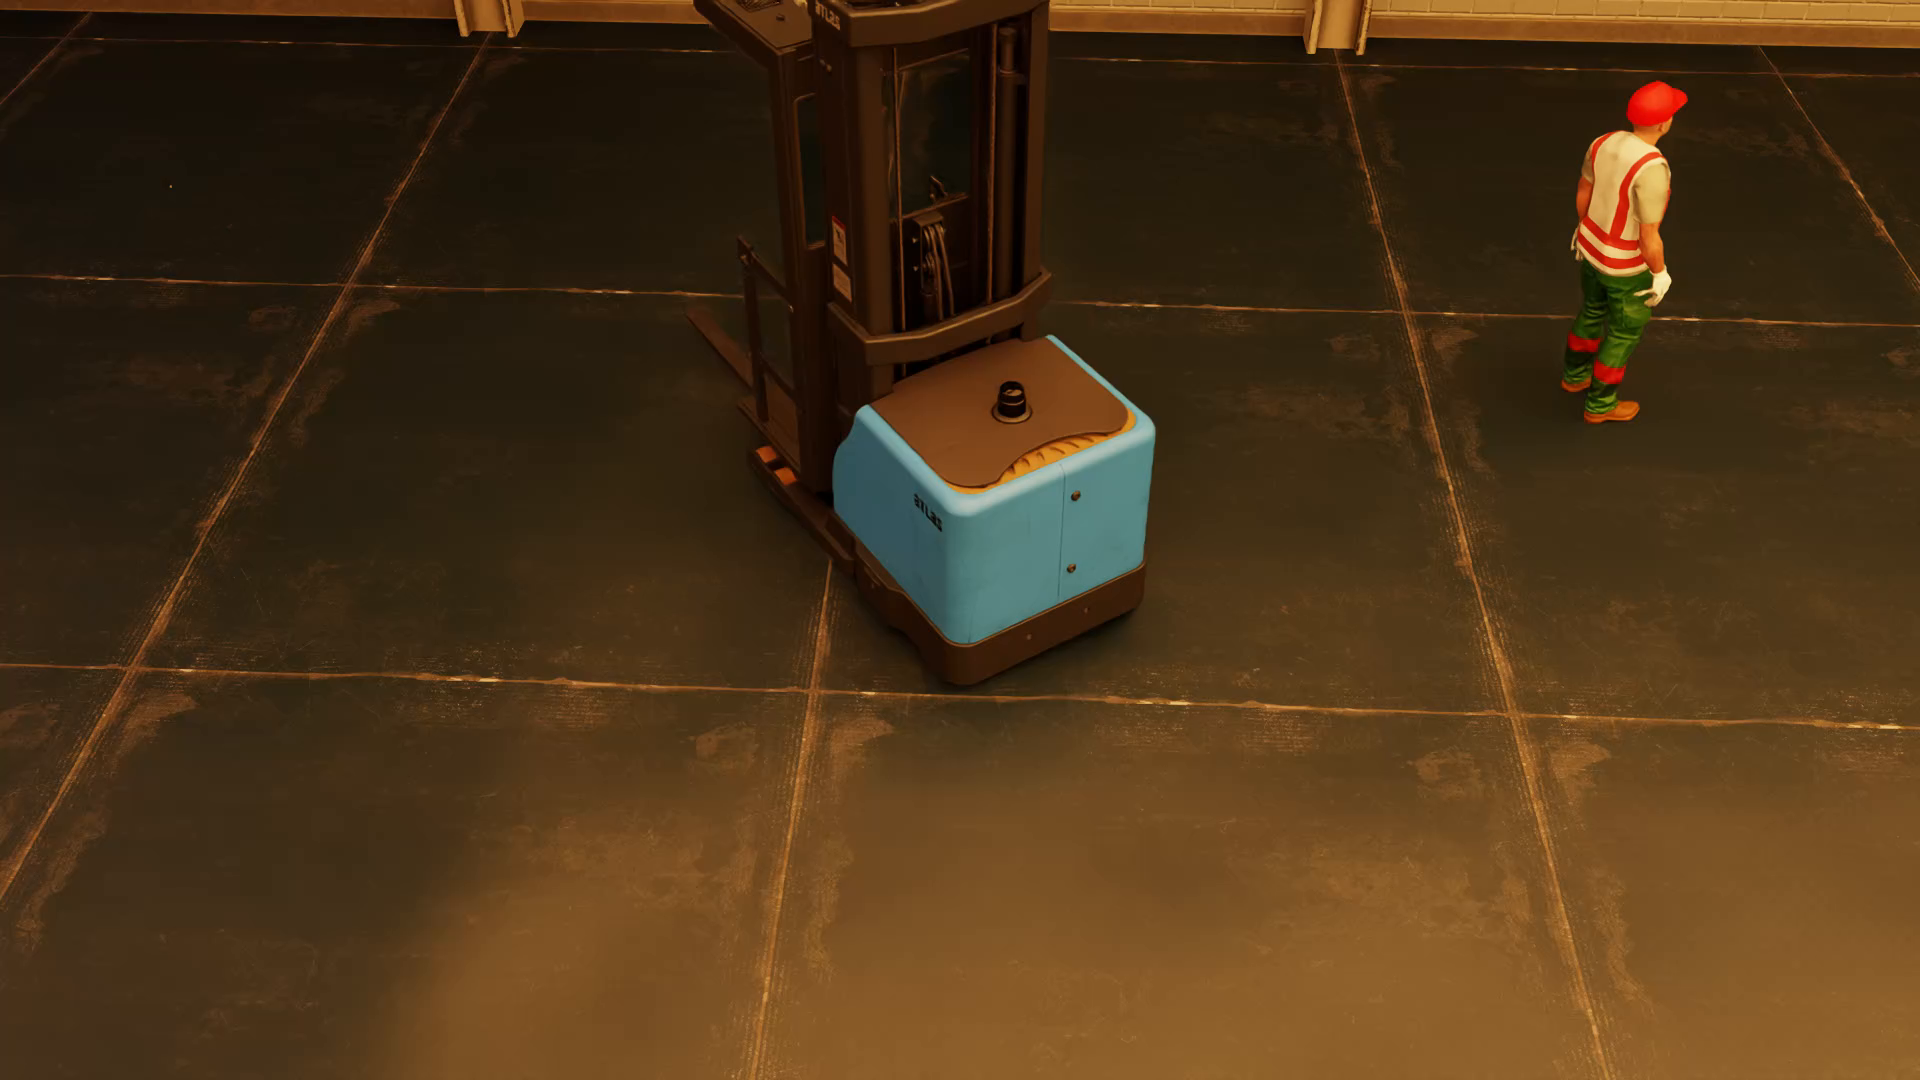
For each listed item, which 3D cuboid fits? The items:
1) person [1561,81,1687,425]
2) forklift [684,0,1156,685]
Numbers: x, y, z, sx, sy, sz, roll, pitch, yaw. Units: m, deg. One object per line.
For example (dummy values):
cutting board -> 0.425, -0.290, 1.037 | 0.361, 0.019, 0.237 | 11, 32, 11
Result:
person -> 3.260, -1.394, 8.128 | 0.482, 1.803, 0.633 | -11, 44, -12
forklift -> -0.390, -1.429, 7.307 | 1.130, 2.935, 3.031 | -23, 47, -23
